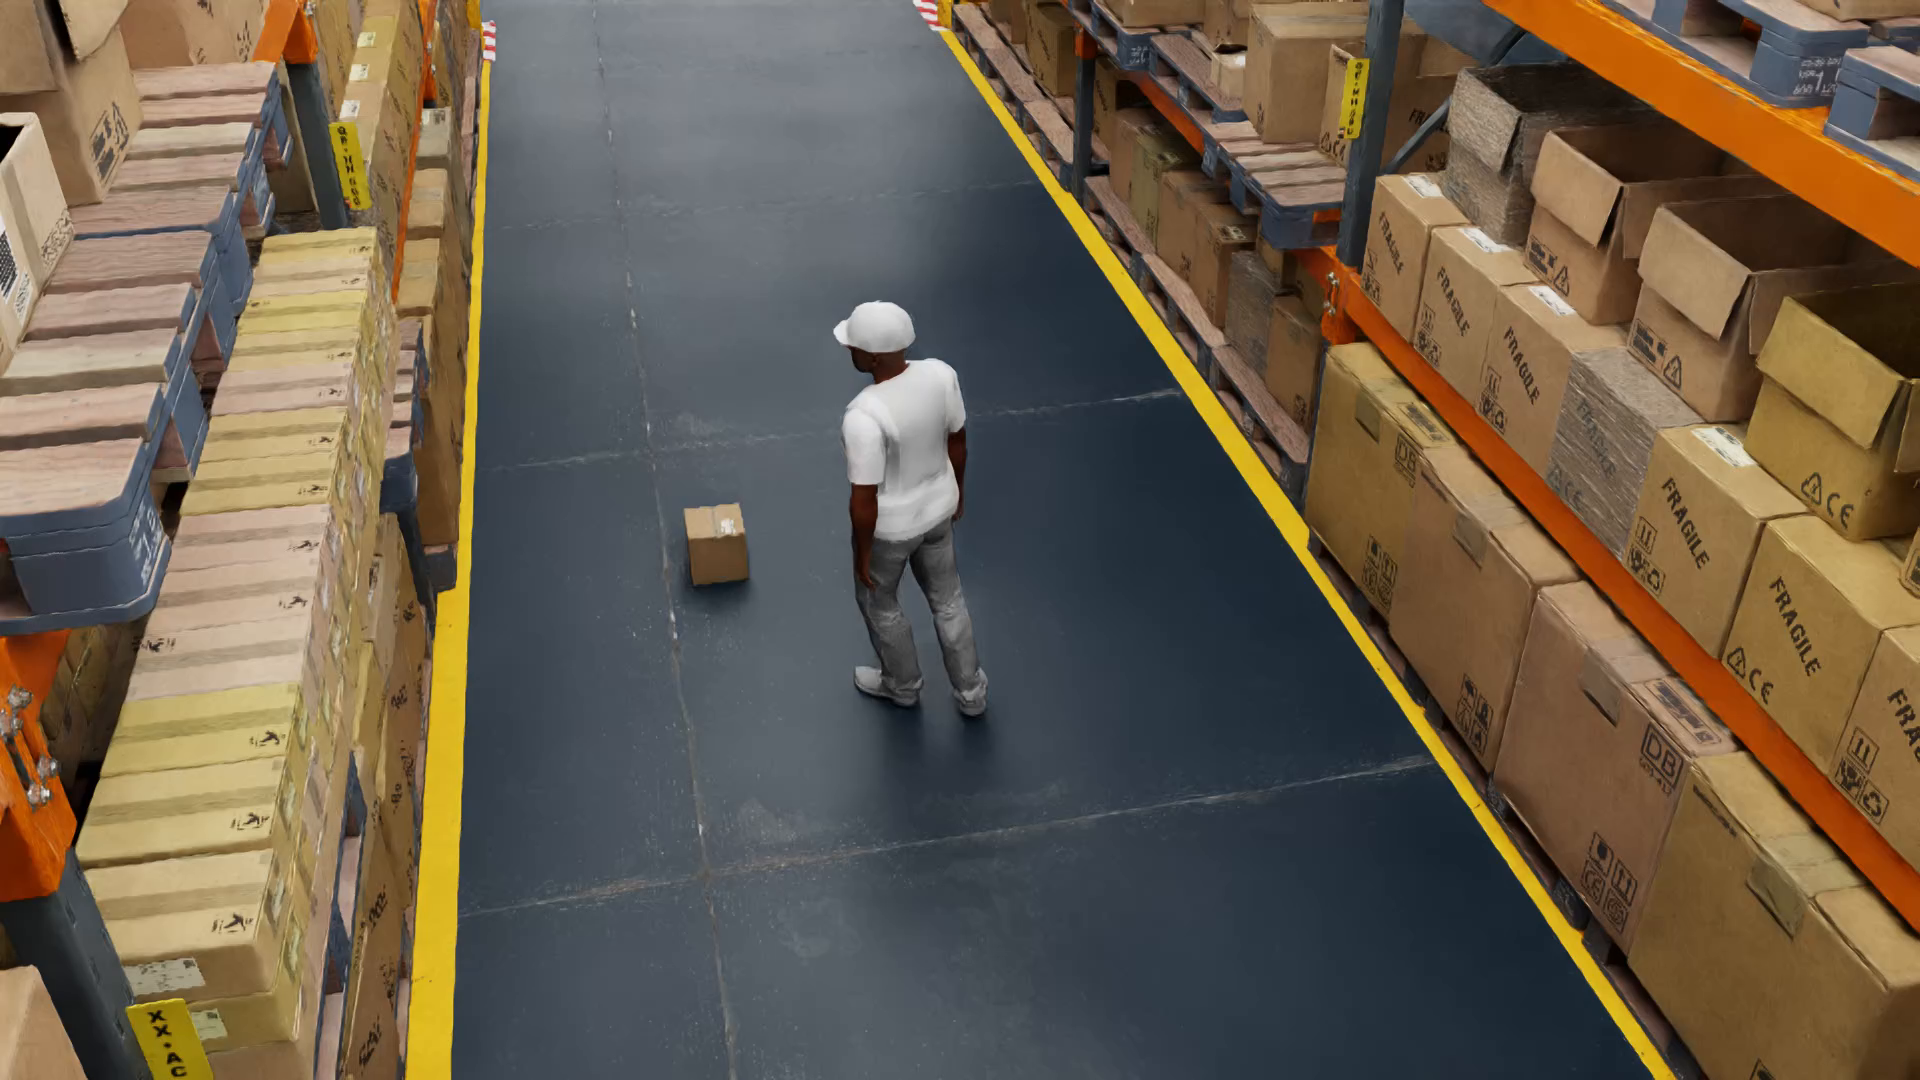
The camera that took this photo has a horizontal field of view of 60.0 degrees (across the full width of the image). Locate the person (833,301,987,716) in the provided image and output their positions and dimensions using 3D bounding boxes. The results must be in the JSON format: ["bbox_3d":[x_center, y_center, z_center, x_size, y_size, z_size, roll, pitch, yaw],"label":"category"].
[{"bbox_3d":[-0.177,-0.083,6.250,0.605,1.754,0.559,-29,43,-35],"label":"person"}]
